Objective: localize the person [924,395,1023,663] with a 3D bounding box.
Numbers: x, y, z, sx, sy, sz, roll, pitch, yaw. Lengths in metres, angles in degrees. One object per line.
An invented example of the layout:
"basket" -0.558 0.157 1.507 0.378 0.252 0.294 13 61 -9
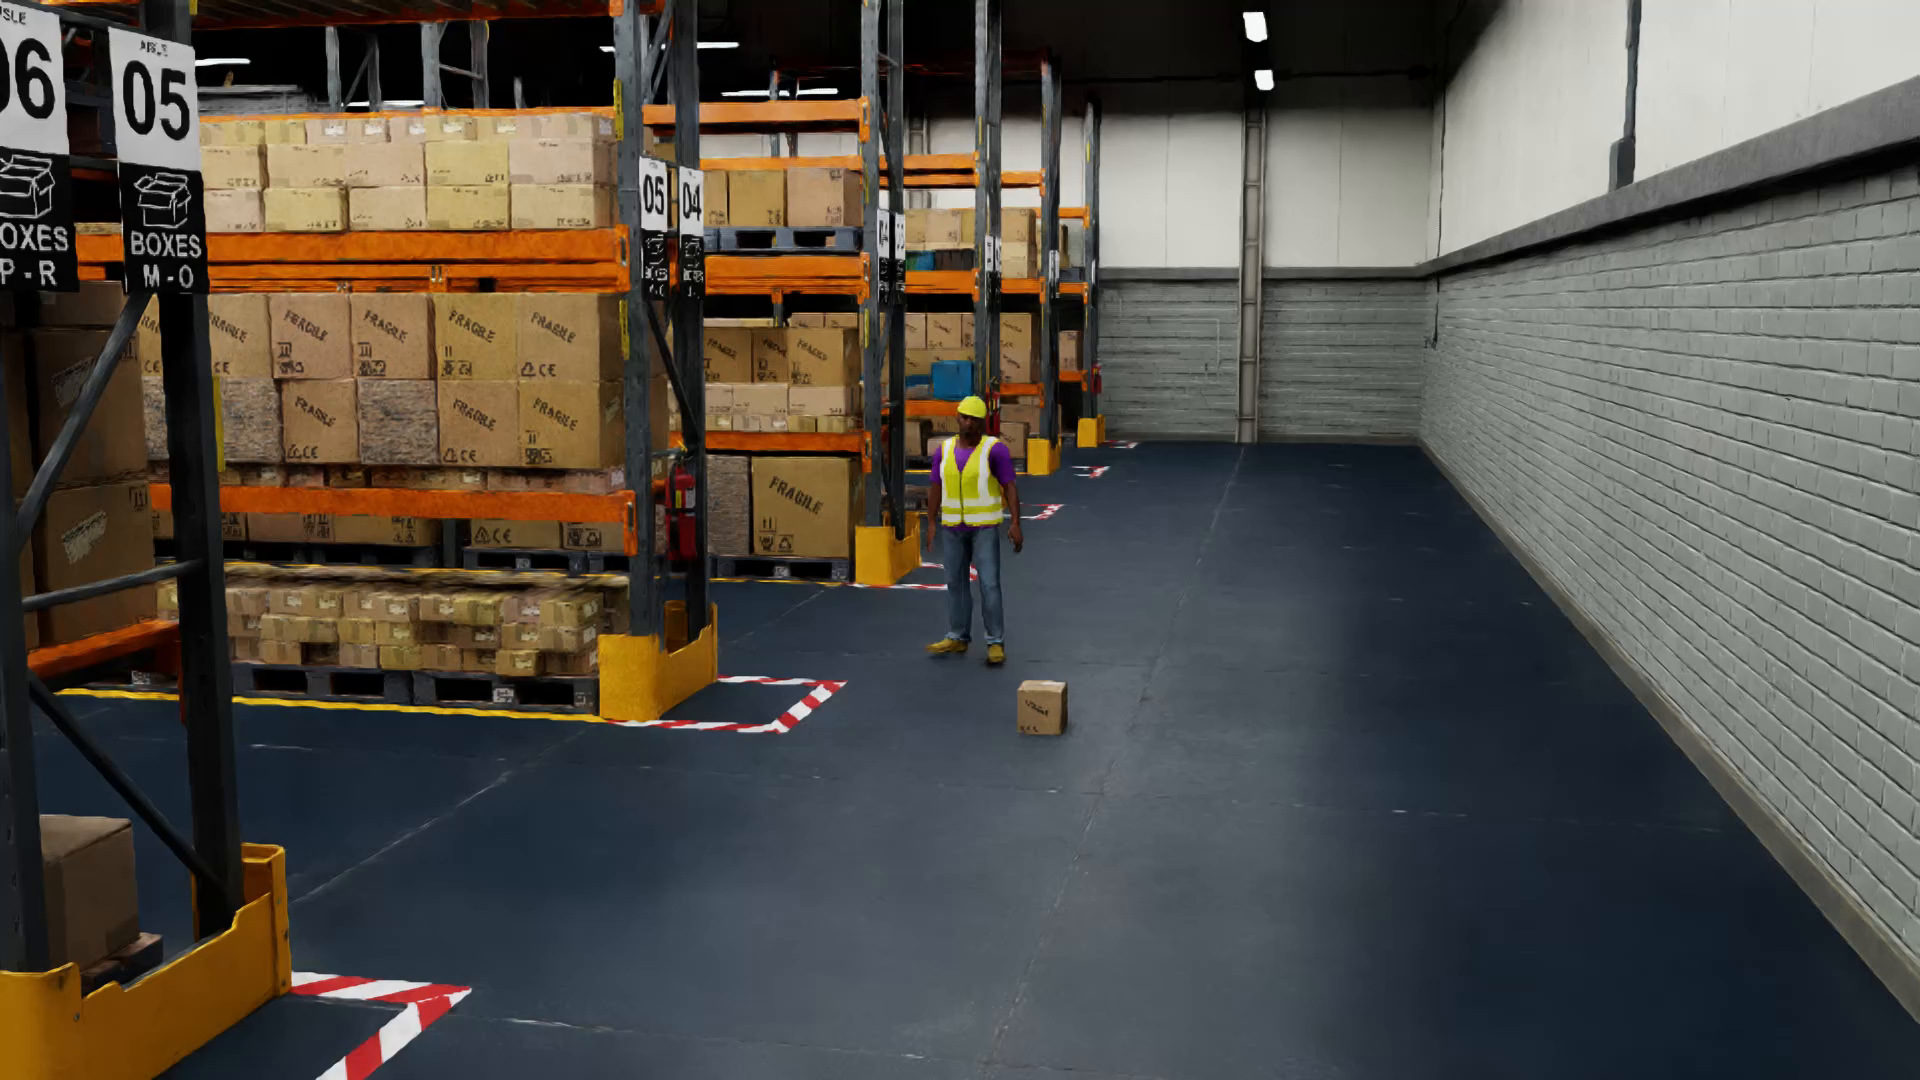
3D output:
"person" 0.081 -0.083 11.146 0.698 1.767 0.374 4 9 25
